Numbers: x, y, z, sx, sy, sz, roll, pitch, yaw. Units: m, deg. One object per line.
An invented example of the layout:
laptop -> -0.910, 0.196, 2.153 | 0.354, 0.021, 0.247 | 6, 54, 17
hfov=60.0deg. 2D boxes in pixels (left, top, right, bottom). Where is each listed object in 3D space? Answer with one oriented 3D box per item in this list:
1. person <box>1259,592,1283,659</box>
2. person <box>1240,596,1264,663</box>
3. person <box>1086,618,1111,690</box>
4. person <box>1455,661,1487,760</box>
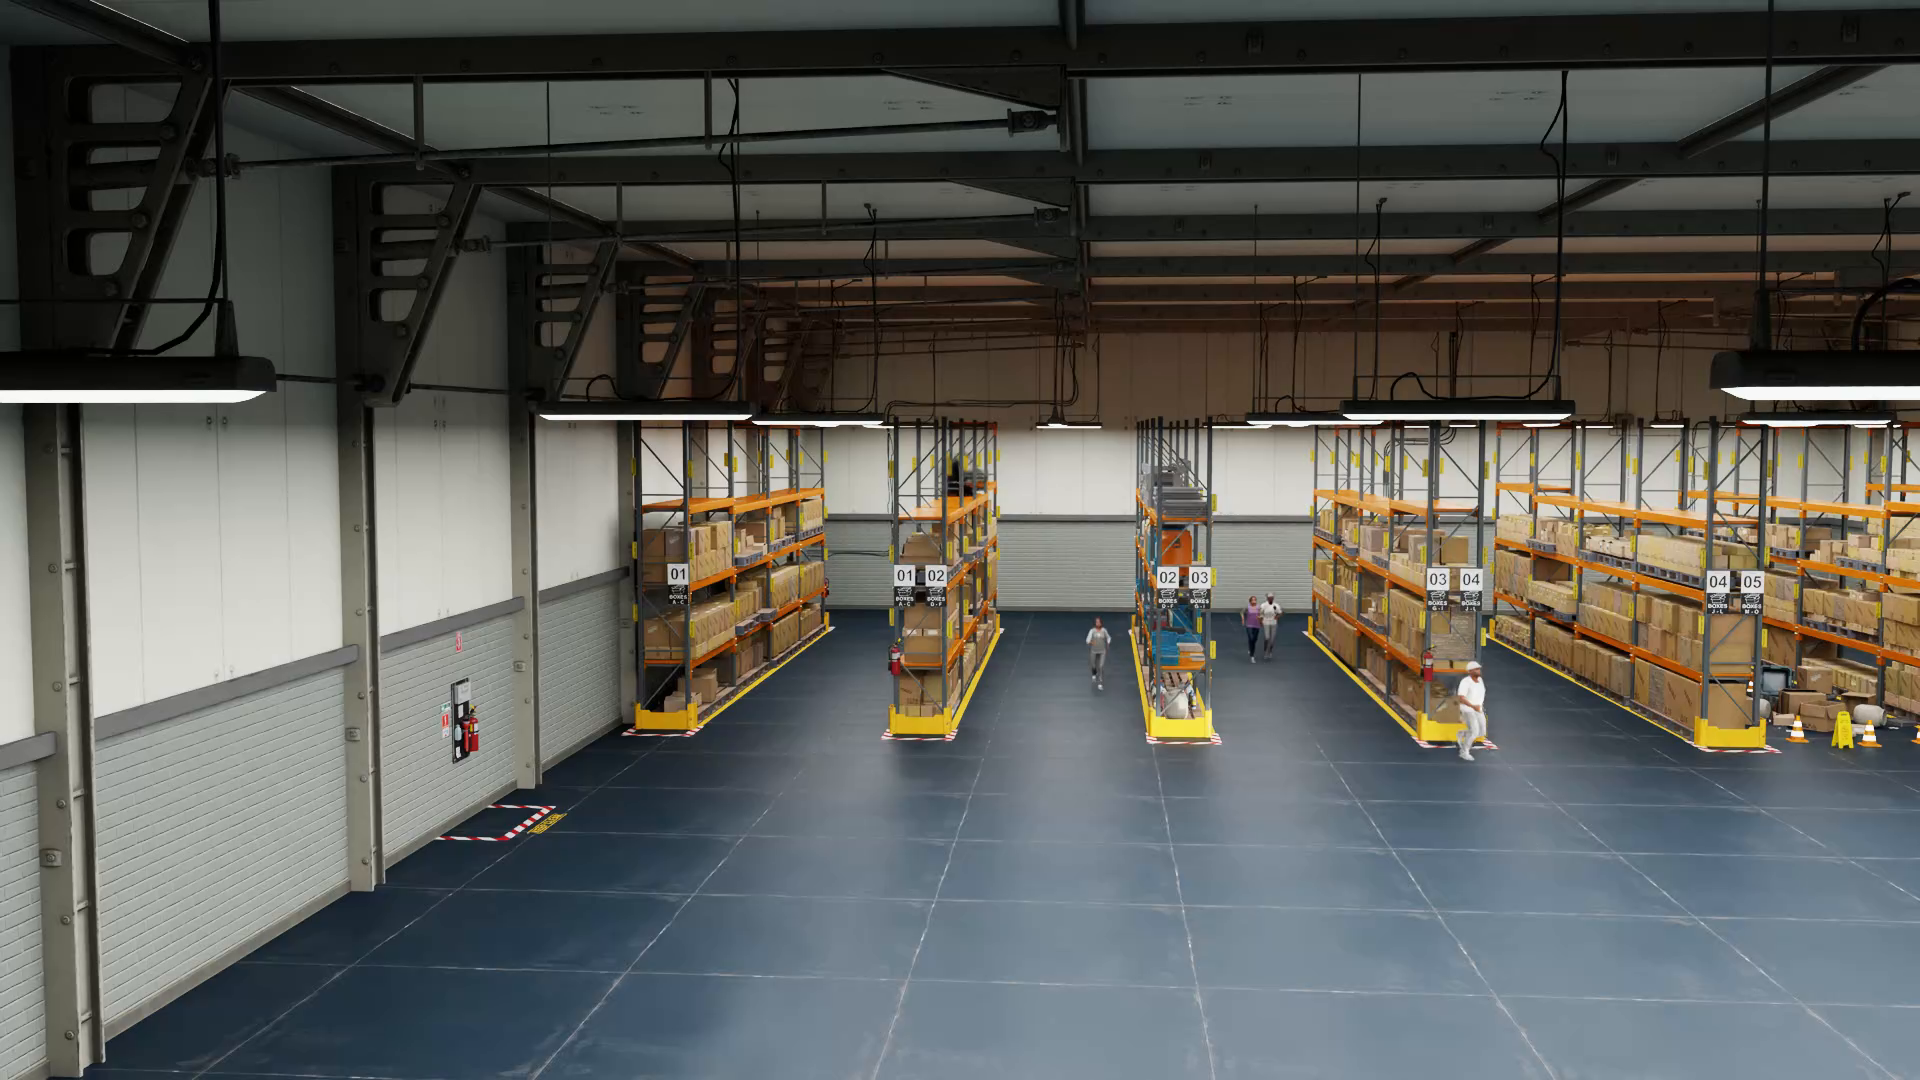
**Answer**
person -> 7.811, 2.148, 41.857 | 0.634, 1.695, 0.587 | 0, 4, 6
person -> 7.296, 2.199, 41.496 | 0.519, 1.626, 0.797 | 0, 4, -6
person -> 3.087, 2.520, 37.028 | 0.552, 1.561, 0.819 | 0, 4, 3
person -> 8.951, 2.973, 29.081 | 0.722, 1.729, 0.657 | -3, 5, -41
